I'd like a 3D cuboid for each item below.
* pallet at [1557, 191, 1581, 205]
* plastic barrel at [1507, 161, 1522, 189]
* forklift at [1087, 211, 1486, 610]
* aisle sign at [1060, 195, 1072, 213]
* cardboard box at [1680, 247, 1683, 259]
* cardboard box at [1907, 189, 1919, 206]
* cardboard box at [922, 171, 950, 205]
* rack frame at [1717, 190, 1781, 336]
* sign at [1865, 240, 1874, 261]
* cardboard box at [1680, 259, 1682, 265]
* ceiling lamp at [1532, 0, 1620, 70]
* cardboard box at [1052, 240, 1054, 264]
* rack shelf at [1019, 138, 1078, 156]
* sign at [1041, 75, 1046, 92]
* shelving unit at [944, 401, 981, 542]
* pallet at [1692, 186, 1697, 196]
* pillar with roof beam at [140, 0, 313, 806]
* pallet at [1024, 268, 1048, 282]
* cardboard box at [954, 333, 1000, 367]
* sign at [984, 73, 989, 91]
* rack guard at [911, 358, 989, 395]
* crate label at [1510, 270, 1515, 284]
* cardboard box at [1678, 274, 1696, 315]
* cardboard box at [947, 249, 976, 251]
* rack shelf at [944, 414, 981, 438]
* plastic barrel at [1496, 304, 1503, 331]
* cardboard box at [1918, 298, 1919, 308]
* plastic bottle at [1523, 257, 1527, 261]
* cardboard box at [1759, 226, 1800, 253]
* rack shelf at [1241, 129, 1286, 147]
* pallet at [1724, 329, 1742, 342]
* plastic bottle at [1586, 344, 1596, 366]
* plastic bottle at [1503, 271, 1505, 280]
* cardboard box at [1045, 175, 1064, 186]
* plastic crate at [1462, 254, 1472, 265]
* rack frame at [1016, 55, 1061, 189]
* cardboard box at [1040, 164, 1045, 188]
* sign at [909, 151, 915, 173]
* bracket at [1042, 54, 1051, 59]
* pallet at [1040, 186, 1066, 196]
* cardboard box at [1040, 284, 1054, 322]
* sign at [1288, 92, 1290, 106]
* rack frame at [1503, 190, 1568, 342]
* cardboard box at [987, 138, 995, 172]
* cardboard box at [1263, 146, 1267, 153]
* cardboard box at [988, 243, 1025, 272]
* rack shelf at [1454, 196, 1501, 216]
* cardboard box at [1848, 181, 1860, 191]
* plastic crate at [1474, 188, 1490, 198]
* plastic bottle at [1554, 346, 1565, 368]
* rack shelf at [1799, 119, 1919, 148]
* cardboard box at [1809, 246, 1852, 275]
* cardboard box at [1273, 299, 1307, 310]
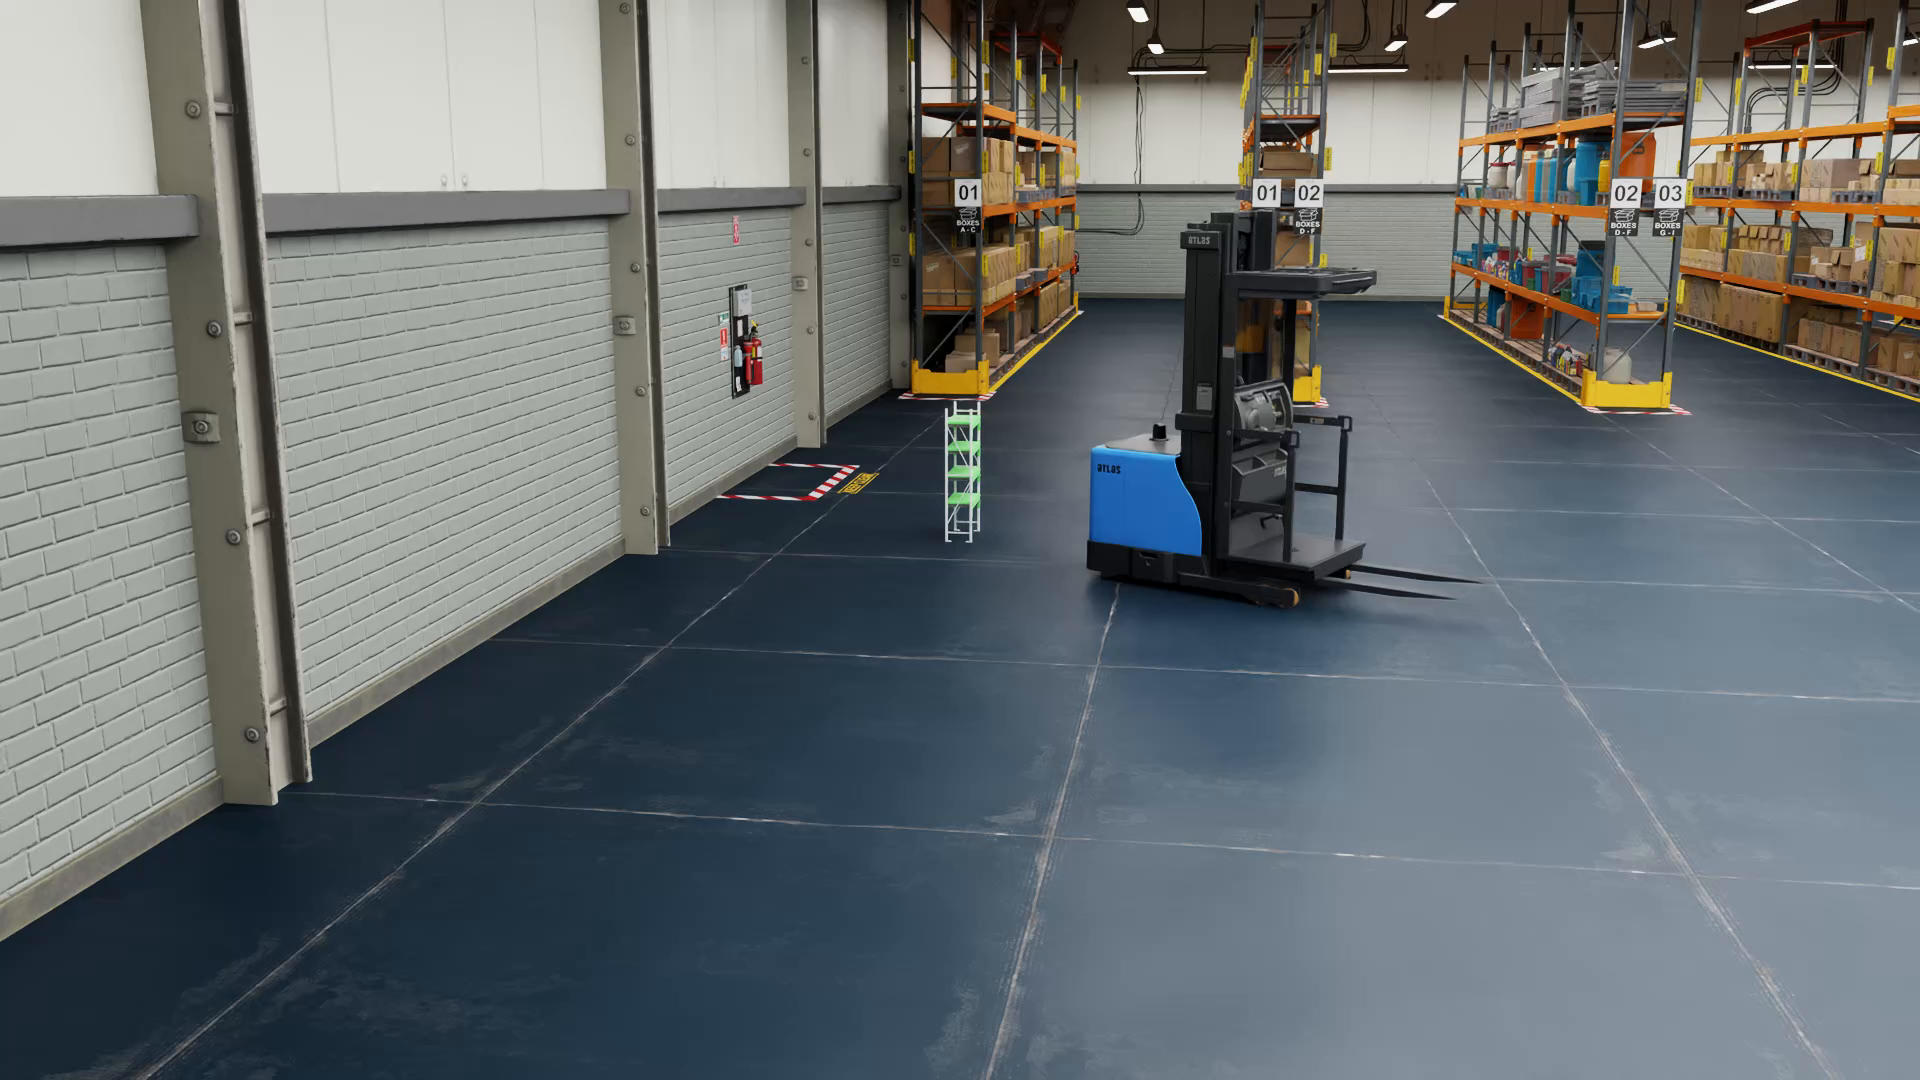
[{"bbox_3d":[10.225,-5.442,26.455,1.213,0.211,1.003,2,12,9],"label":"pallet"},{"bbox_3d":[10.978,-7.166,32.687,0.433,0.535,0.433,0,12,0],"label":"plastic barrel"},{"bbox_3d":[2.533,-1.033,12.831,3.031,2.935,1.130,9,15,34],"label":"forklift"},{"bbox_3d":[2.603,-8.317,40.294,0.394,0.787,0.004,2,12,9],"label":"aisle sign"},{"bbox_3d":[16.638,-6.540,37.871,0.500,0.250,0.500,2,12,7],"label":"cardboard box"},{"bbox_3d":[14.647,-5.156,25.032,0.500,0.250,0.500,1,12,6],"label":"cardboard box"},{"bbox_3d":[-0.351,-5.330,25.201,0.500,0.500,0.500,3,12,13],"label":"cardboard box"},{"bbox_3d":[16.363,-5.727,34.446,1.000,3.000,0.127,2,12,9],"label":"rack frame"},{"bbox_3d":[14.584,-4.645,26.677,0.100,0.325,0.005,2,12,9],"label":"sign"},{"bbox_3d":[16.560,-6.320,37.795,0.380,0.149,0.250,2,12,8],"label":"cardboard box"},{"bbox_3d":[14.986,-12.983,40.021,2.000,3.185,0.800,2,12,9],"label":"ceiling lamp"},{"bbox_3d":[1.704,-6.097,35.174,0.500,0.500,0.500,2,12,9],"label":"cardboard box"},{"bbox_3d":[1.988,-9.010,38.098,1.077,0.370,4.000,2,12,9],"label":"rack shelf"},{"bbox_3d":[1.603,-8.788,32.005,0.100,0.325,0.005,2,12,9],"label":"sign"},{"bbox_3d":[0.025,-0.621,15.027,0.258,1.200,0.503,2,12,9],"label":"shelving unit"},{"bbox_3d":[16.875,-7.828,37.285,1.003,0.211,1.213,2,12,9],"label":"pallet"},{"bbox_3d":[0.573,-2.930,7.229,9.100,9.000,0.400,2,12,9],"label":"pillar with roof beam"},{"bbox_3d":[1.061,-5.130,32.132,1.213,0.211,1.003,2,12,9],"label":"pallet"},{"bbox_3d":[0.280,-3.114,27.213,0.700,0.500,0.500,1,12,5],"label":"cardboard box"},{"bbox_3d":[0.516,-8.859,32.149,0.100,0.325,0.005,2,12,9],"label":"sign"},{"bbox_3d":[-0.154,-2.504,25.426,1.175,0.500,0.348,2,12,9],"label":"rack guard"},{"bbox_3d":[10.419,-4.897,30.994,0.303,0.233,0.416,2,12,9],"label":"crate label"},{"bbox_3d":[16.959,-5.590,37.859,0.875,0.875,0.875,2,12,9],"label":"cardboard box"},{"bbox_3d":[0.006,-4.544,27.485,0.500,0.500,0.500,2,12,10],"label":"cardboard box"},{"bbox_3d":[0.025,-1.028,14.939,0.258,0.148,0.480,2,12,9],"label":"rack shelf"},{"bbox_3d":[11.085,-4.502,33.670,0.421,0.512,0.421,0,12,0],"label":"plastic barrel"},{"bbox_3d":[14.592,-3.537,24.883,0.380,0.149,0.250,2,12,9],"label":"cardboard box"},{"bbox_3d":[11.651,-5.661,34.259,0.144,0.351,0.185,2,12,9],"label":"plastic bottle"},{"bbox_3d":[16.076,-5.860,32.448,0.797,0.503,0.637,2,12,10],"label":"cardboard box"},{"bbox_3d":[6.883,-9.044,37.315,1.077,0.370,4.000,2,12,9],"label":"rack shelf"},{"bbox_3d":[16.319,-4.200,33.983,1.003,0.211,1.213,2,12,9],"label":"pallet"},{"bbox_3d":[10.282,-3.003,27.052,0.144,0.351,0.185,2,12,9],"label":"plastic bottle"},{"bbox_3d":[10.581,-5.147,32.228,0.097,0.201,0.097,0,12,0],"label":"plastic bottle"},{"bbox_3d":[2.047,-7.991,36.953,0.500,0.250,0.500,2,12,8],"label":"cardboard box"},{"bbox_3d":[11.473,-6.290,37.315,0.416,0.233,0.300,2,12,9],"label":"plastic crate"},{"bbox_3d":[1.680,-9.141,36.048,1.000,3.000,0.127,2,12,9],"label":"rack frame"},{"bbox_3d":[1.415,-7.641,34.926,0.700,0.500,0.500,2,12,8],"label":"cardboard box"},{"bbox_3d":[-0.711,-5.631,24.782,0.100,0.325,0.005,2,12,9],"label":"sign"},{"bbox_3d":[2.143,-12.225,41.816,0.235,0.232,0.430,2,12,9],"label":"bracket"},{"bbox_3d":[1.816,-7.801,37.162,1.003,0.211,1.213,2,12,9],"label":"pallet"},{"bbox_3d":[1.575,-5.038,35.356,0.750,0.750,0.750,2,12,10],"label":"cardboard box"},{"bbox_3d":[7.736,-10.326,38.952,0.100,0.325,0.005,2,12,9],"label":"sign"},{"bbox_3d":[10.854,-5.054,31.327,1.000,3.000,0.127,2,12,9],"label":"rack frame"},{"bbox_3d":[0.261,-5.899,25.467,0.500,0.500,0.500,2,12,8],"label":"cardboard box"},{"bbox_3d":[5.544,-6.594,28.931,0.500,0.500,0.500,3,13,14],"label":"cardboard box"},{"bbox_3d":[0.833,-5.281,31.097,0.700,0.500,0.500,2,12,9],"label":"cardboard box"},{"bbox_3d":[11.777,-7.418,36.882,1.077,0.370,4.000,2,12,9],"label":"rack shelf"},{"bbox_3d":[15.323,-6.012,28.209,0.380,0.166,0.250,2,12,7],"label":"cardboard box"},{"bbox_3d":[11.294,-7.471,35.820,0.416,0.233,0.300,2,12,9],"label":"plastic crate"},{"bbox_3d":[9.676,-2.948,26.796,0.144,0.351,0.185,1,12,6],"label":"plastic bottle"},{"bbox_3d":[15.441,-6.863,28.136,1.077,0.370,4.000,2,12,9],"label":"rack shelf"},{"bbox_3d":[15.705,-5.034,30.000,0.500,0.500,0.500,0,12,2],"label":"cardboard box"},{"bbox_3d":[4.814,-3.696,24.786,0.700,0.500,0.500,2,12,9],"label":"cardboard box"}]
